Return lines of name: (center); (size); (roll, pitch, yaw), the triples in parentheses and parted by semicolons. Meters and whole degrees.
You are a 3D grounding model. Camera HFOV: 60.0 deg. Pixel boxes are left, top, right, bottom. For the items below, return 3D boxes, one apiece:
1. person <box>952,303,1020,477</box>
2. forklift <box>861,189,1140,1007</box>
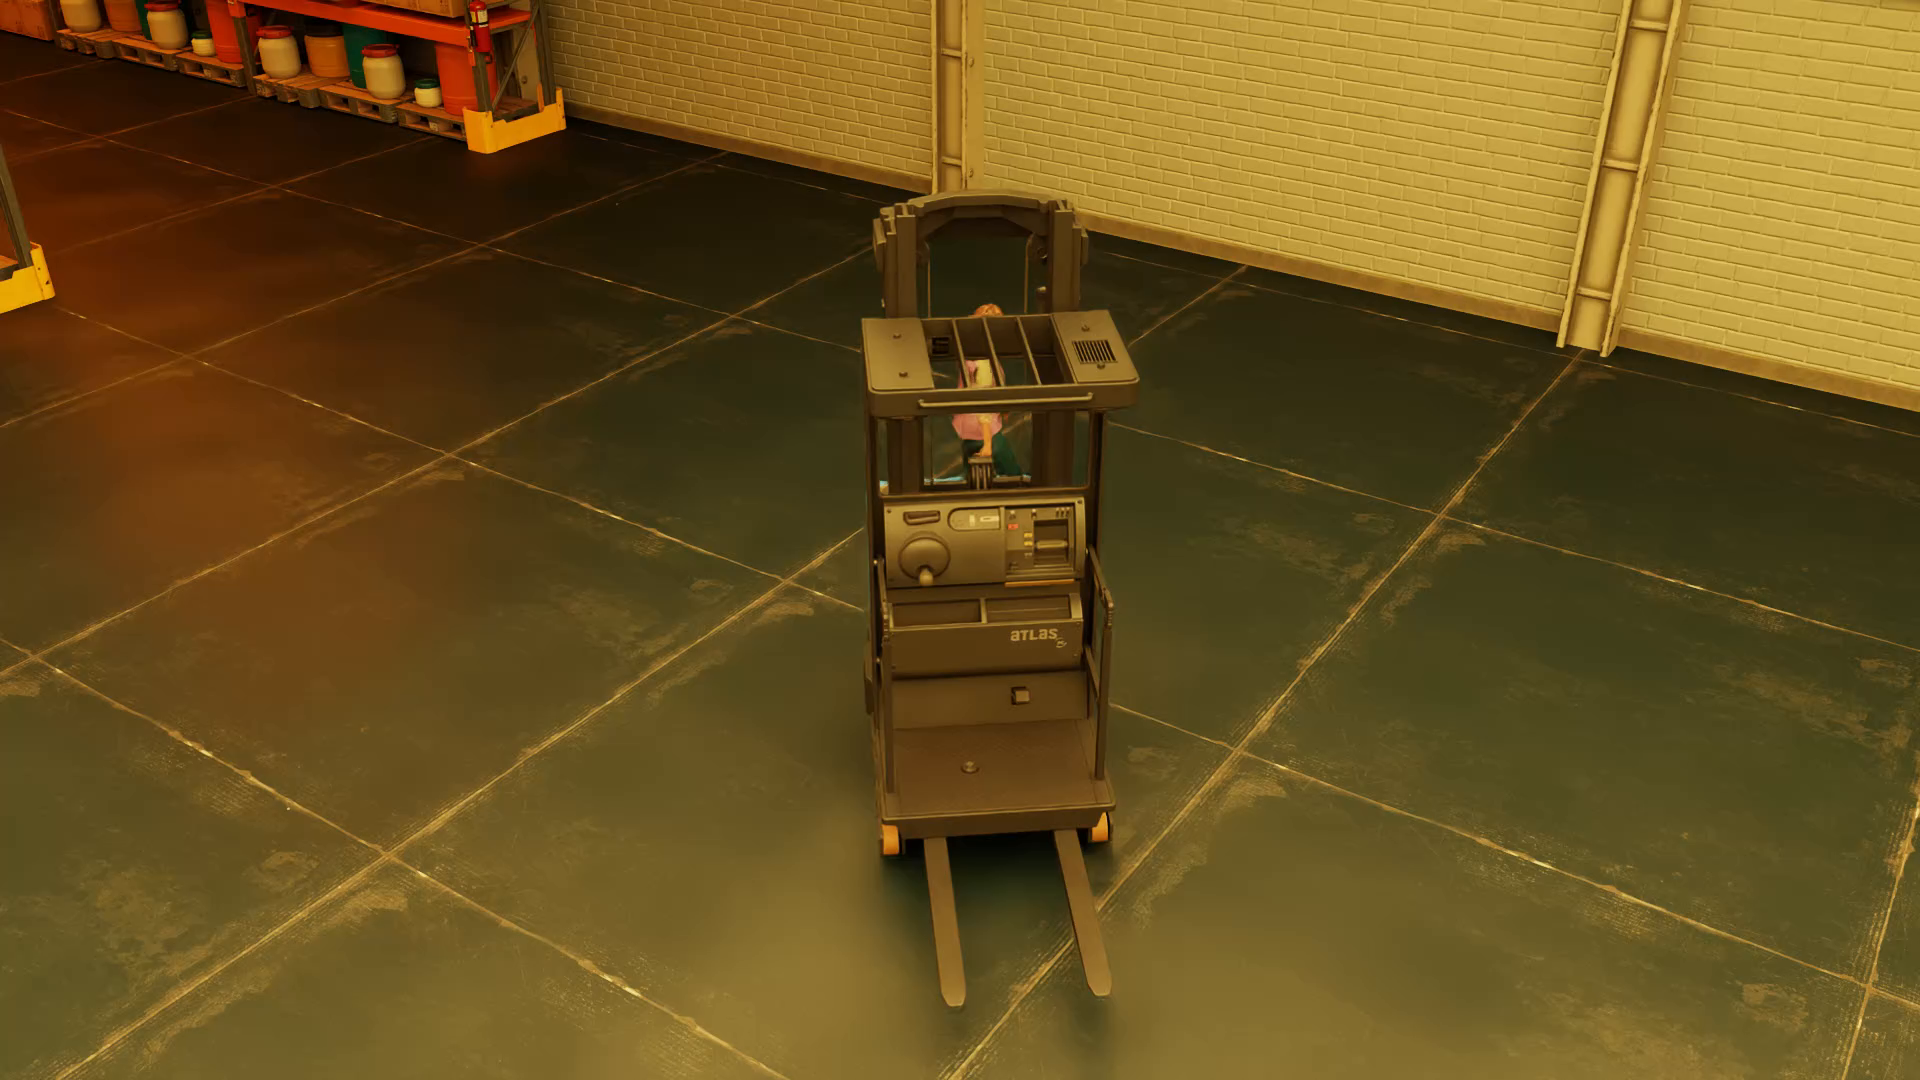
person: (0.161, -0.688, 10.140); (0.616, 1.559, 0.532); (-8, 31, -14)
forklift: (0.139, 0.055, 7.487); (1.130, 2.935, 3.031); (-3, 30, -5)
